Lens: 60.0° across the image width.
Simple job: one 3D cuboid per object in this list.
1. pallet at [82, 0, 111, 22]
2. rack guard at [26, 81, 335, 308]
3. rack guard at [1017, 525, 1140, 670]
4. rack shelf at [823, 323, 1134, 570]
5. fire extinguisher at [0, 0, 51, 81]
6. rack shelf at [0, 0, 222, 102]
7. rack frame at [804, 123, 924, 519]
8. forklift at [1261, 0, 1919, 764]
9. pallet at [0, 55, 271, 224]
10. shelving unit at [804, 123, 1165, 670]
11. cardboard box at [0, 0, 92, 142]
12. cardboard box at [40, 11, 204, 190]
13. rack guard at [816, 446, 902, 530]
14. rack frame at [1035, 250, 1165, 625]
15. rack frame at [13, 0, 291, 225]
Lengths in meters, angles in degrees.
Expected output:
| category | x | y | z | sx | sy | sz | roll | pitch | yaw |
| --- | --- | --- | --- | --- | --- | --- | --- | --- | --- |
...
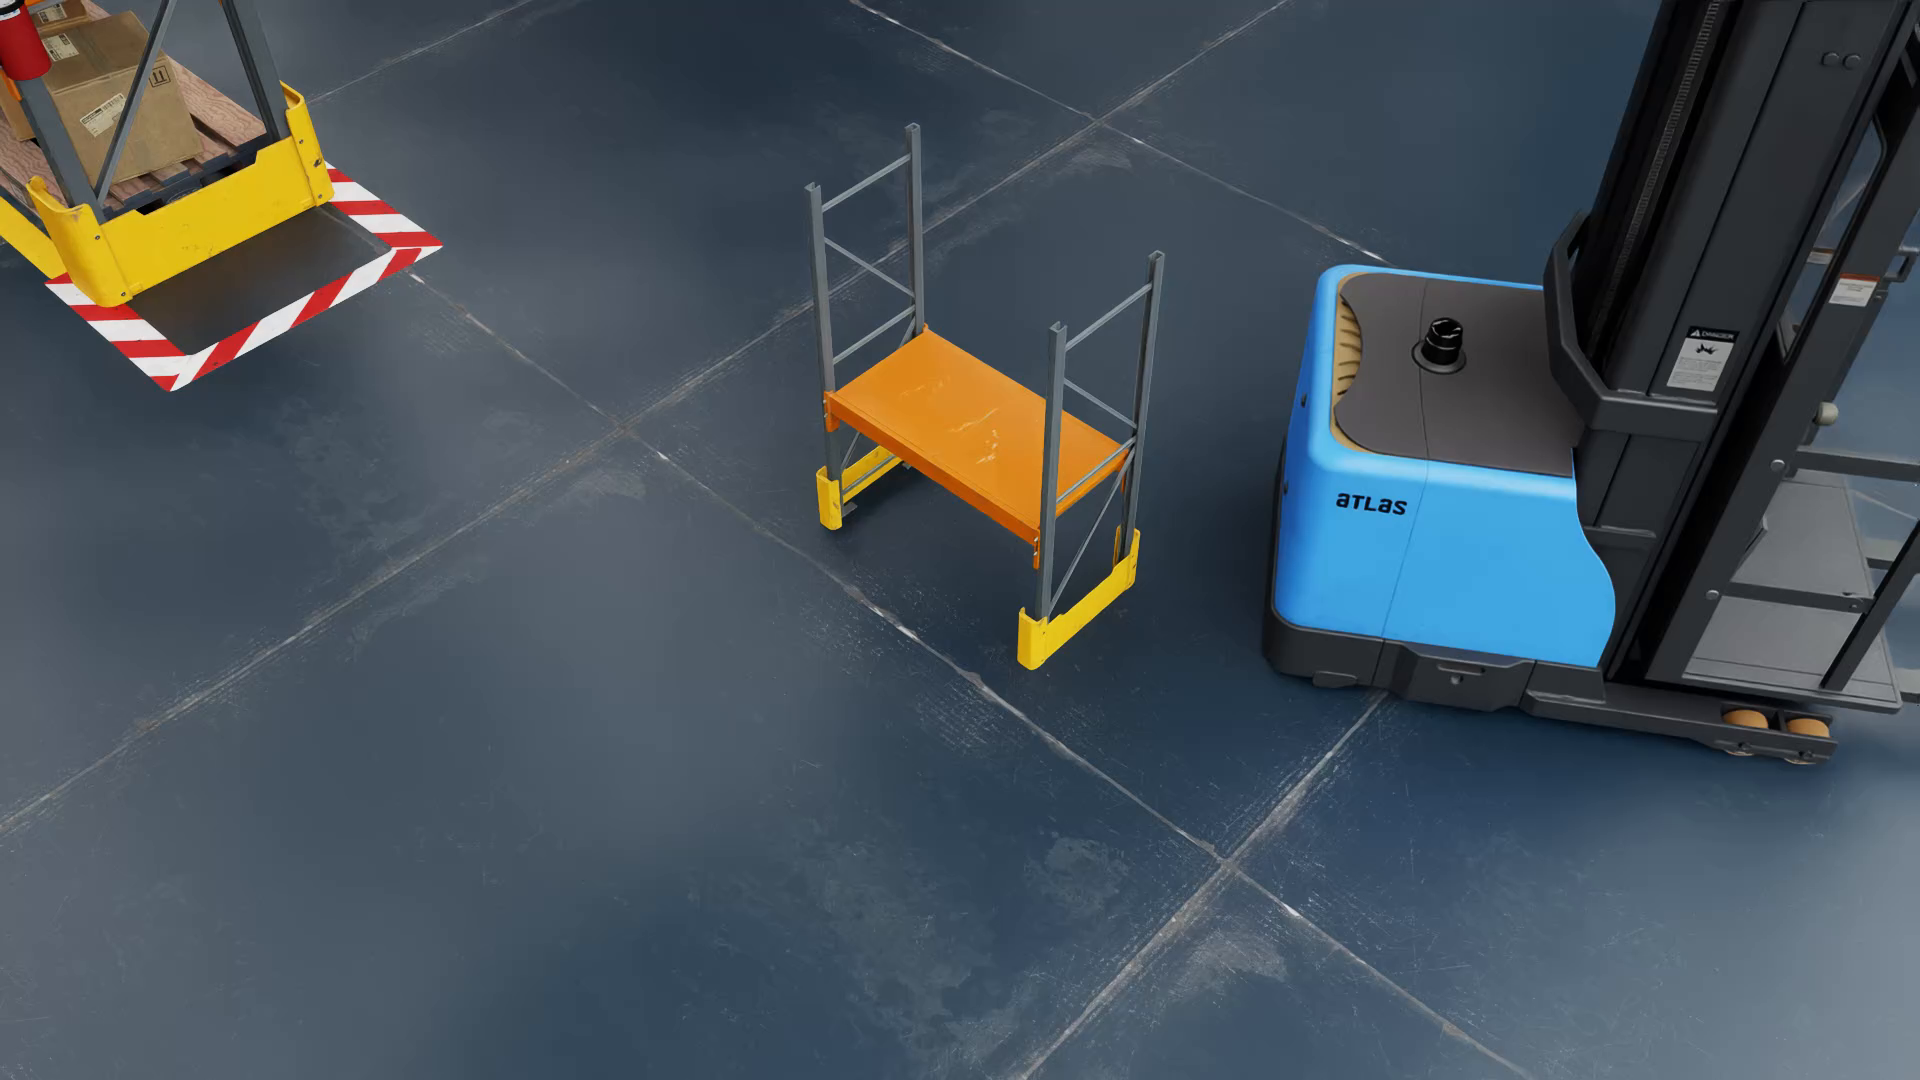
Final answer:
| category | x | y | z | sx | sy | sz | roll | pitch | yaw |
| --- | --- | --- | --- | --- | --- | --- | --- | --- | --- |
| pallet | -4.882 | -2.479 | 8.433 | 1.213 | 0.211 | 1.003 | 34 | 55 | 28 |
| rack guard | -3.416 | -1.554 | 7.366 | 0.348 | 0.500 | 1.175 | 34 | 55 | 28 |
| rack guard | 0.422 | 0.198 | 5.892 | 0.087 | 0.250 | 0.587 | 34 | 55 | 28 |
| rack shelf | 0.063 | -0.348 | 5.795 | 1.000 | 0.185 | 0.538 | 34 | 55 | 28 |
| fire extinguisher | -3.589 | -2.042 | 6.163 | 0.183 | 0.674 | 0.296 | 34 | 55 | 28 |
| rack shelf | -4.830 | -3.115 | 7.611 | 4.000 | 0.370 | 1.077 | 34 | 55 | 28 |
| rack frame | -0.311 | -0.723 | 5.900 | 0.032 | 1.500 | 0.500 | 34 | 55 | 28 |
| forklift | 2.618 | -0.678 | 4.876 | 3.031 | 2.935 | 1.130 | 8 | 47 | 7 |
| pallet | -3.989 | -1.876 | 7.867 | 1.213 | 0.211 | 1.003 | 34 | 55 | 28 |
| shelving unit | 0.056 | -0.476 | 5.668 | 1.083 | 1.500 | 0.587 | 34 | 55 | 28 |
| cardboard box | -4.271 | -2.255 | 7.737 | 0.500 | 0.500 | 0.500 | -25 | 52 | -21 |
| cardboard box | -3.808 | -1.978 | 7.476 | 0.500 | 0.500 | 0.500 | -28 | 53 | -24 |
| rack guard | -0.310 | -0.294 | 6.355 | 0.087 | 0.250 | 0.587 | 34 | 55 | 28 |
| rack frame | 0.436 | -0.220 | 5.428 | 0.032 | 1.500 | 0.500 | 34 | 55 | 28 |
| rack frame | -3.361 | -2.372 | 6.420 | 0.127 | 3.000 | 1.000 | 34 | 55 | 28 |
